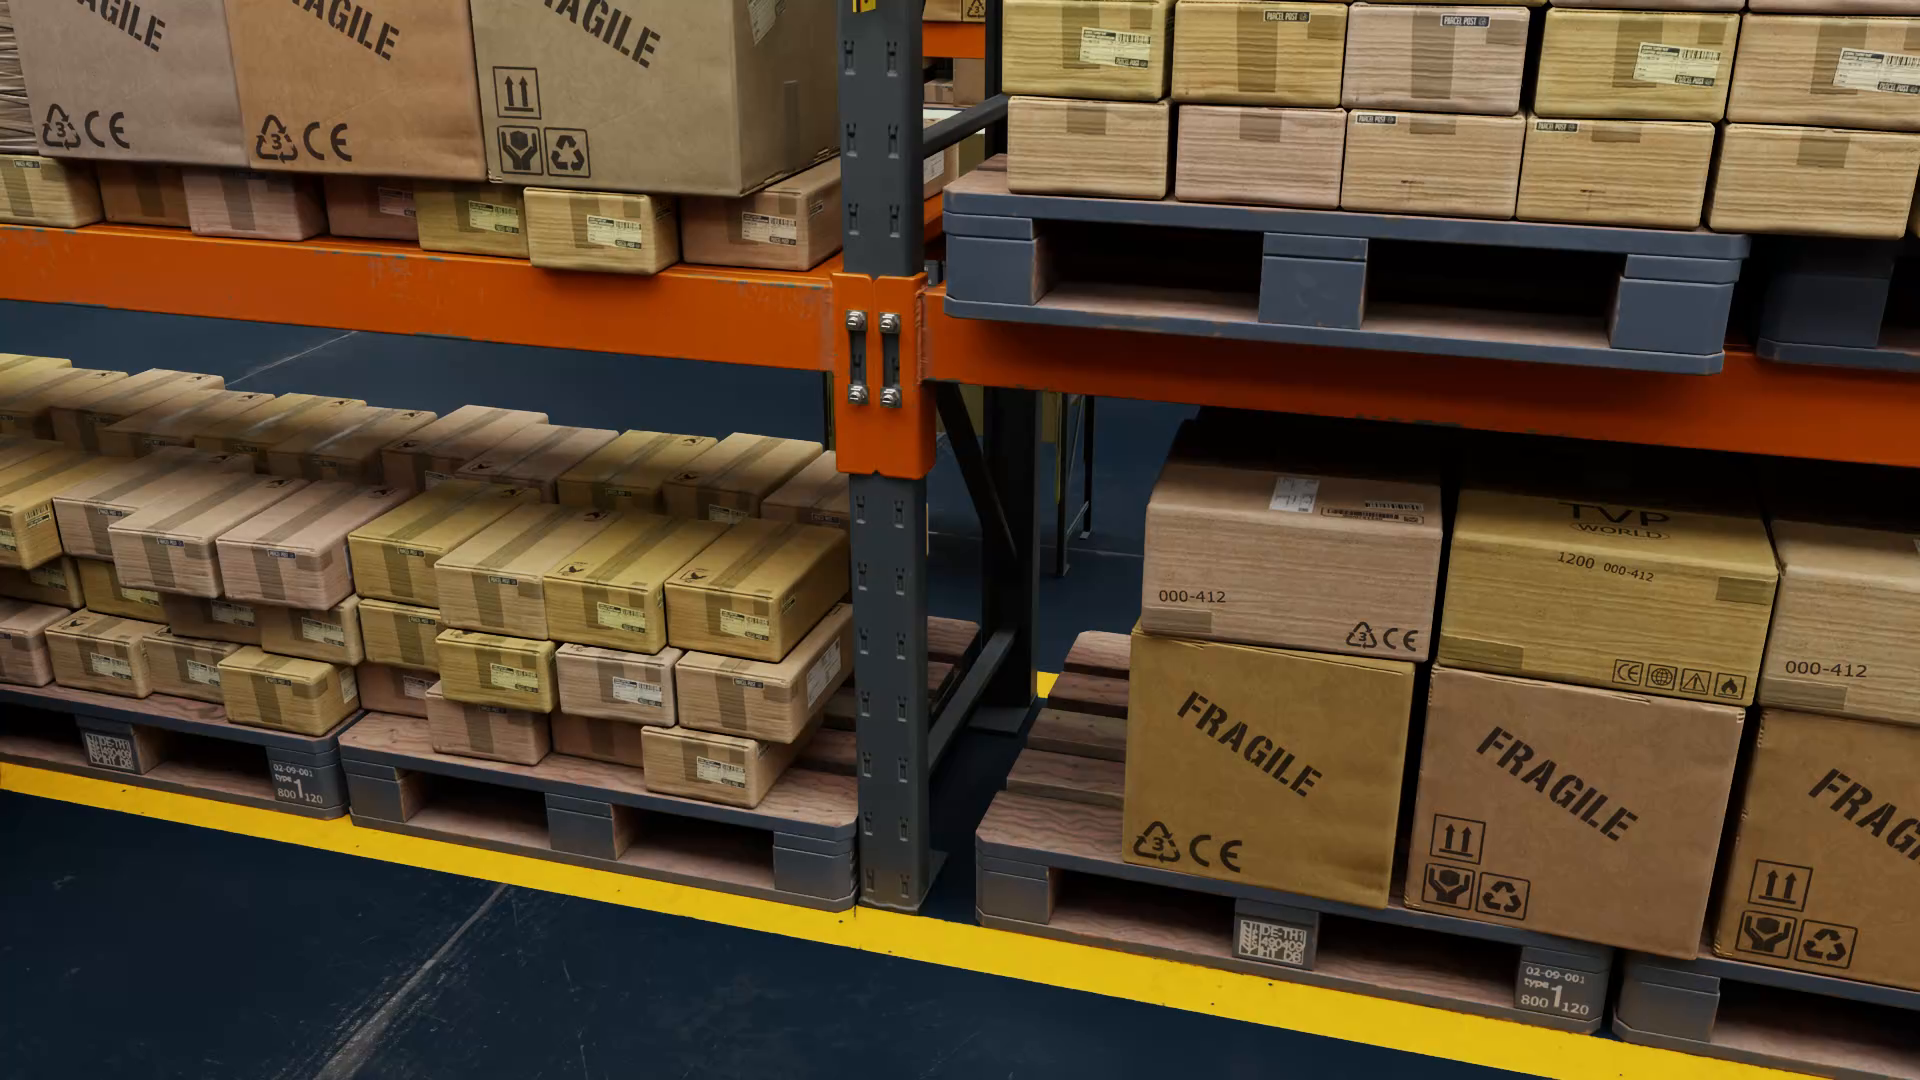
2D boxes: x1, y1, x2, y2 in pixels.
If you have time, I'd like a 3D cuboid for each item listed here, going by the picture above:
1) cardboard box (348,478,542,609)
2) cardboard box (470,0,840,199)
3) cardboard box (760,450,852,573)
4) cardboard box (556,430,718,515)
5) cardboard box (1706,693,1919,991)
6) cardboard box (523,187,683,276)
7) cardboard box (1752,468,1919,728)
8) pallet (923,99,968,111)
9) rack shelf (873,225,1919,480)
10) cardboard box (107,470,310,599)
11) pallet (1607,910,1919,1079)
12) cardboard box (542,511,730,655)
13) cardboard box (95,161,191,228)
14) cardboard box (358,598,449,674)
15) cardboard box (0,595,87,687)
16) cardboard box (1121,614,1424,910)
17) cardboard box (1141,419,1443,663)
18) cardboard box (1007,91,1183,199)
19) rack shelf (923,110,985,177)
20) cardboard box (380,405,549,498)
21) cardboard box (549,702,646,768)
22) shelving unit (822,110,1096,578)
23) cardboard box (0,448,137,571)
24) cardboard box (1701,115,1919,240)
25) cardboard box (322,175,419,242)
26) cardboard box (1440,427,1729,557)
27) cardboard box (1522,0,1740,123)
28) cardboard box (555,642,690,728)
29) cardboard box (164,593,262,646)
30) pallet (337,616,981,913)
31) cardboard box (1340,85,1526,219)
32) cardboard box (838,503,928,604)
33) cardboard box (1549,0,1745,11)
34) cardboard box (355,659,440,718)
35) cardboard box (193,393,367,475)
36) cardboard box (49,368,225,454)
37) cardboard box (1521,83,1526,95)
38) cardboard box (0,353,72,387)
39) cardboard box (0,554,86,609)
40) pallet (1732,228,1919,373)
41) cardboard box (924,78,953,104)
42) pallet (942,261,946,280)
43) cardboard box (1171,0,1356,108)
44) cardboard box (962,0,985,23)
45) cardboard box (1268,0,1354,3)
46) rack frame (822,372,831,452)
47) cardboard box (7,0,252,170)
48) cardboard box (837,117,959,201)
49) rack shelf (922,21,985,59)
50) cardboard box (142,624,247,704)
[{"bbox_3d":[-1.142,0.003,3.730,0.250,0.149,0.380,7,23,17],"label":"cardboard box"},{"bbox_3d":[-0.549,-0.942,3.089,0.500,0.500,0.500,7,23,16],"label":"cardboard box"},{"bbox_3d":[-0.274,-0.071,3.910,0.250,0.149,0.380,8,23,18],"label":"cardboard box"},{"bbox_3d":[-0.777,-0.132,4.060,0.250,0.149,0.380,6,23,15],"label":"cardboard box"},{"bbox_3d":[1.639,0.442,2.980,0.500,0.500,0.500,7,23,16],"label":"cardboard box"},{"bbox_3d":[-0.623,-0.626,3.175,0.250,0.149,0.380,6,23,14],"label":"cardboard box"},{"bbox_3d":[1.624,0.100,2.826,0.500,0.250,0.500,7,23,18],"label":"cardboard box"},{"bbox_3d":[-0.234,-3.474,13.460,1.213,0.211,1.003,7,23,16],"label":"pallet"},{"bbox_3d":[1.911,-0.255,2.888,4.000,0.370,1.077,7,23,16],"label":"rack shelf"},{"bbox_3d":[-1.690,-0.019,3.782,0.250,0.149,0.380,6,23,14],"label":"cardboard box"},{"bbox_3d":[1.913,0.701,3.284,1.213,0.211,1.003,7,23,16],"label":"pallet"},{"bbox_3d":[-0.676,0.084,3.532,0.250,0.149,0.380,7,23,16],"label":"cardboard box"},{"bbox_3d":[-1.599,-0.780,3.551,0.250,0.149,0.380,6,23,15],"label":"cardboard box"},{"bbox_3d":[-1.134,0.150,3.764,0.250,0.149,0.380,7,23,16],"label":"cardboard box"},{"bbox_3d":[-2.212,0.196,4.042,0.250,0.149,0.380,5,23,13],"label":"cardboard box"},{"bbox_3d":[0.627,0.332,3.248,0.500,0.500,0.500,7,23,18],"label":"cardboard box"},{"bbox_3d":[0.627,-0.015,3.106,0.500,0.250,0.500,6,23,13],"label":"cardboard box"},{"bbox_3d":[0.240,-0.675,2.741,0.250,0.149,0.380,5,23,13],"label":"cardboard box"},{"bbox_3d":[0.006,-1.054,4.836,0.720,0.370,0.431,7,23,16],"label":"rack shelf"},{"bbox_3d":[-1.253,-0.210,4.249,0.250,0.149,0.380,7,23,17],"label":"cardboard box"},{"bbox_3d":[-0.703,0.339,3.693,0.250,0.149,0.380,7,23,17],"label":"cardboard box"},{"bbox_3d":[0.006,-0.693,4.984,0.755,1.500,0.431,7,23,16],"label":"shelving unit"},{"bbox_3d":[-2.165,-0.078,3.928,0.250,0.149,0.380,7,23,16],"label":"cardboard box"},{"bbox_3d":[1.229,-0.562,2.466,0.250,0.149,0.380,6,23,13],"label":"cardboard box"},{"bbox_3d":[-1.089,-0.730,3.429,0.250,0.149,0.380,6,23,14],"label":"cardboard box"},{"bbox_3d":[1.270,-0.141,3.414,0.500,0.250,0.500,8,24,18],"label":"cardboard box"},{"bbox_3d":[0.985,-0.729,2.479,0.250,0.149,0.380,6,23,13],"label":"cardboard box"},{"bbox_3d":[-0.660,0.236,3.554,0.250,0.149,0.380,5,23,13],"label":"cardboard box"},{"bbox_3d":[-1.634,0.092,3.904,0.250,0.149,0.380,5,23,13],"label":"cardboard box"},{"bbox_3d":[-0.657,0.422,3.963,1.213,0.211,1.003,7,23,16],"label":"pallet"},{"bbox_3d":[0.745,-0.618,2.602,0.250,0.149,0.380,7,23,16],"label":"cardboard box"},{"bbox_3d":[-0.259,0.024,4.071,0.250,0.149,0.380,8,24,18],"label":"cardboard box"},{"bbox_3d":[0.992,-0.865,2.419,0.250,0.149,0.380,6,23,15],"label":"cardboard box"},{"bbox_3d":[-1.191,0.261,3.885,0.250,0.149,0.380,6,23,14],"label":"cardboard box"},{"bbox_3d":[-1.763,-0.251,4.350,0.250,0.149,0.380,7,23,16],"label":"cardboard box"},{"bbox_3d":[-2.242,-0.339,4.563,0.250,0.149,0.380,7,23,17],"label":"cardboard box"},{"bbox_3d":[1.160,-0.830,3.118,0.250,0.149,0.380,5,23,13],"label":"cardboard box"},{"bbox_3d":[-2.745,-0.400,4.711,0.250,0.149,0.380,6,23,14],"label":"cardboard box"},{"bbox_3d":[-2.133,0.014,4.095,0.250,0.149,0.380,8,24,18],"label":"cardboard box"},{"bbox_3d":[1.918,-0.482,2.746,1.213,0.211,1.003,7,23,16],"label":"pallet"},{"bbox_3d":[-0.117,-3.572,13.230,0.250,0.149,0.380,6,23,13],"label":"cardboard box"},{"bbox_3d":[0.623,-1.439,8.499,1.213,0.211,1.003,7,23,16],"label":"pallet"},{"bbox_3d":[0.489,-0.785,2.617,0.250,0.149,0.380,6,23,14],"label":"cardboard box"},{"bbox_3d":[0.317,-2.675,7.708,0.500,0.500,0.500,6,23,14],"label":"cardboard box"},{"bbox_3d":[0.509,-0.922,2.559,0.250,0.149,0.380,7,23,17],"label":"cardboard box"},{"bbox_3d":[-0.344,-0.733,5.081,0.023,1.500,0.400,7,23,16],"label":"rack frame"},{"bbox_3d":[-1.522,-1.054,3.363,0.500,0.500,0.500,6,23,15],"label":"cardboard box"},{"bbox_3d":[-0.181,-0.841,3.699,0.250,0.149,0.380,7,23,17],"label":"cardboard box"},{"bbox_3d":[-0.586,-2.503,8.368,4.000,0.370,1.077,7,23,16],"label":"rack shelf"},{"bbox_3d":[-1.699,0.232,3.956,0.250,0.149,0.380,7,23,17],"label":"cardboard box"}]
